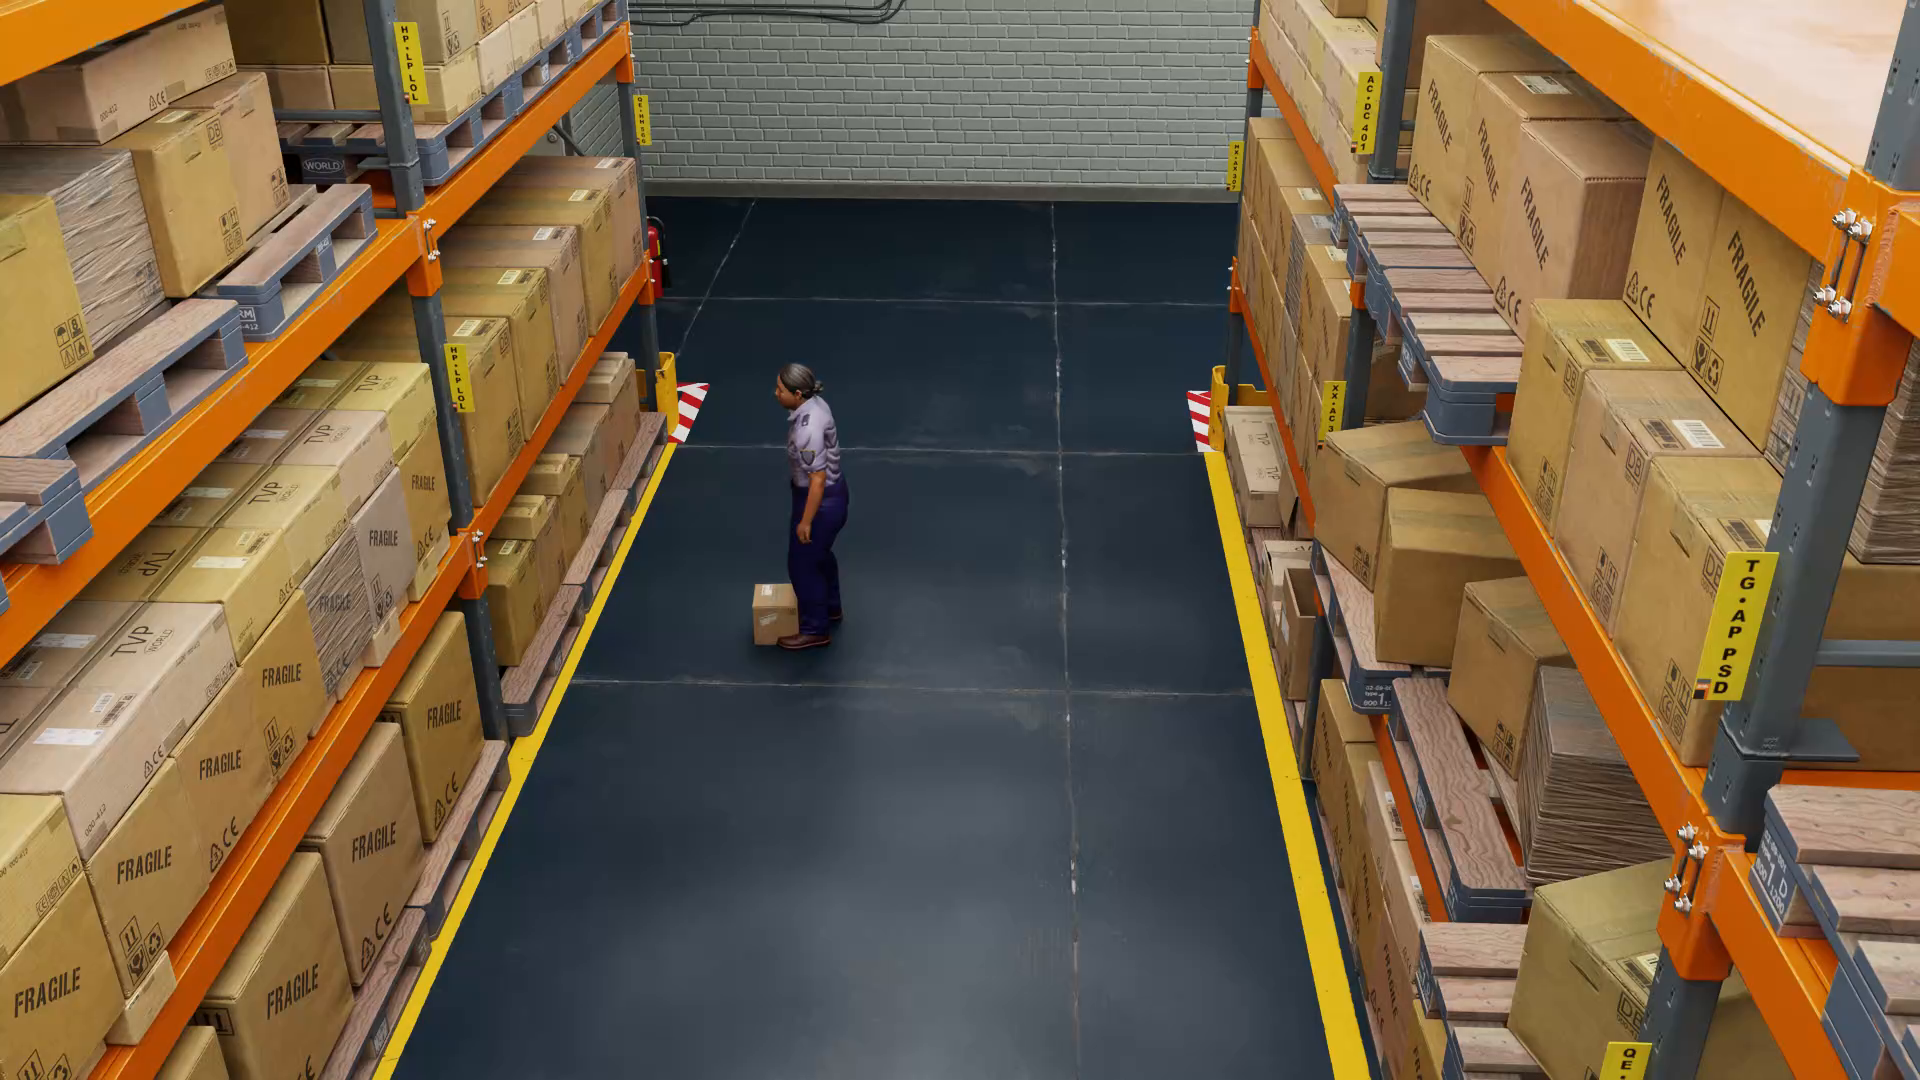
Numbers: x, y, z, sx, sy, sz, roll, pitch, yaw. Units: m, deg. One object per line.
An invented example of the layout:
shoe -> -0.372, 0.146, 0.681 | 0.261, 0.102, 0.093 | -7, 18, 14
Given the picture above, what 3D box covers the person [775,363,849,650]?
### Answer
person -> -0.815, -0.198, 9.000 | 0.419, 1.652, 0.564 | 0, 28, -1
